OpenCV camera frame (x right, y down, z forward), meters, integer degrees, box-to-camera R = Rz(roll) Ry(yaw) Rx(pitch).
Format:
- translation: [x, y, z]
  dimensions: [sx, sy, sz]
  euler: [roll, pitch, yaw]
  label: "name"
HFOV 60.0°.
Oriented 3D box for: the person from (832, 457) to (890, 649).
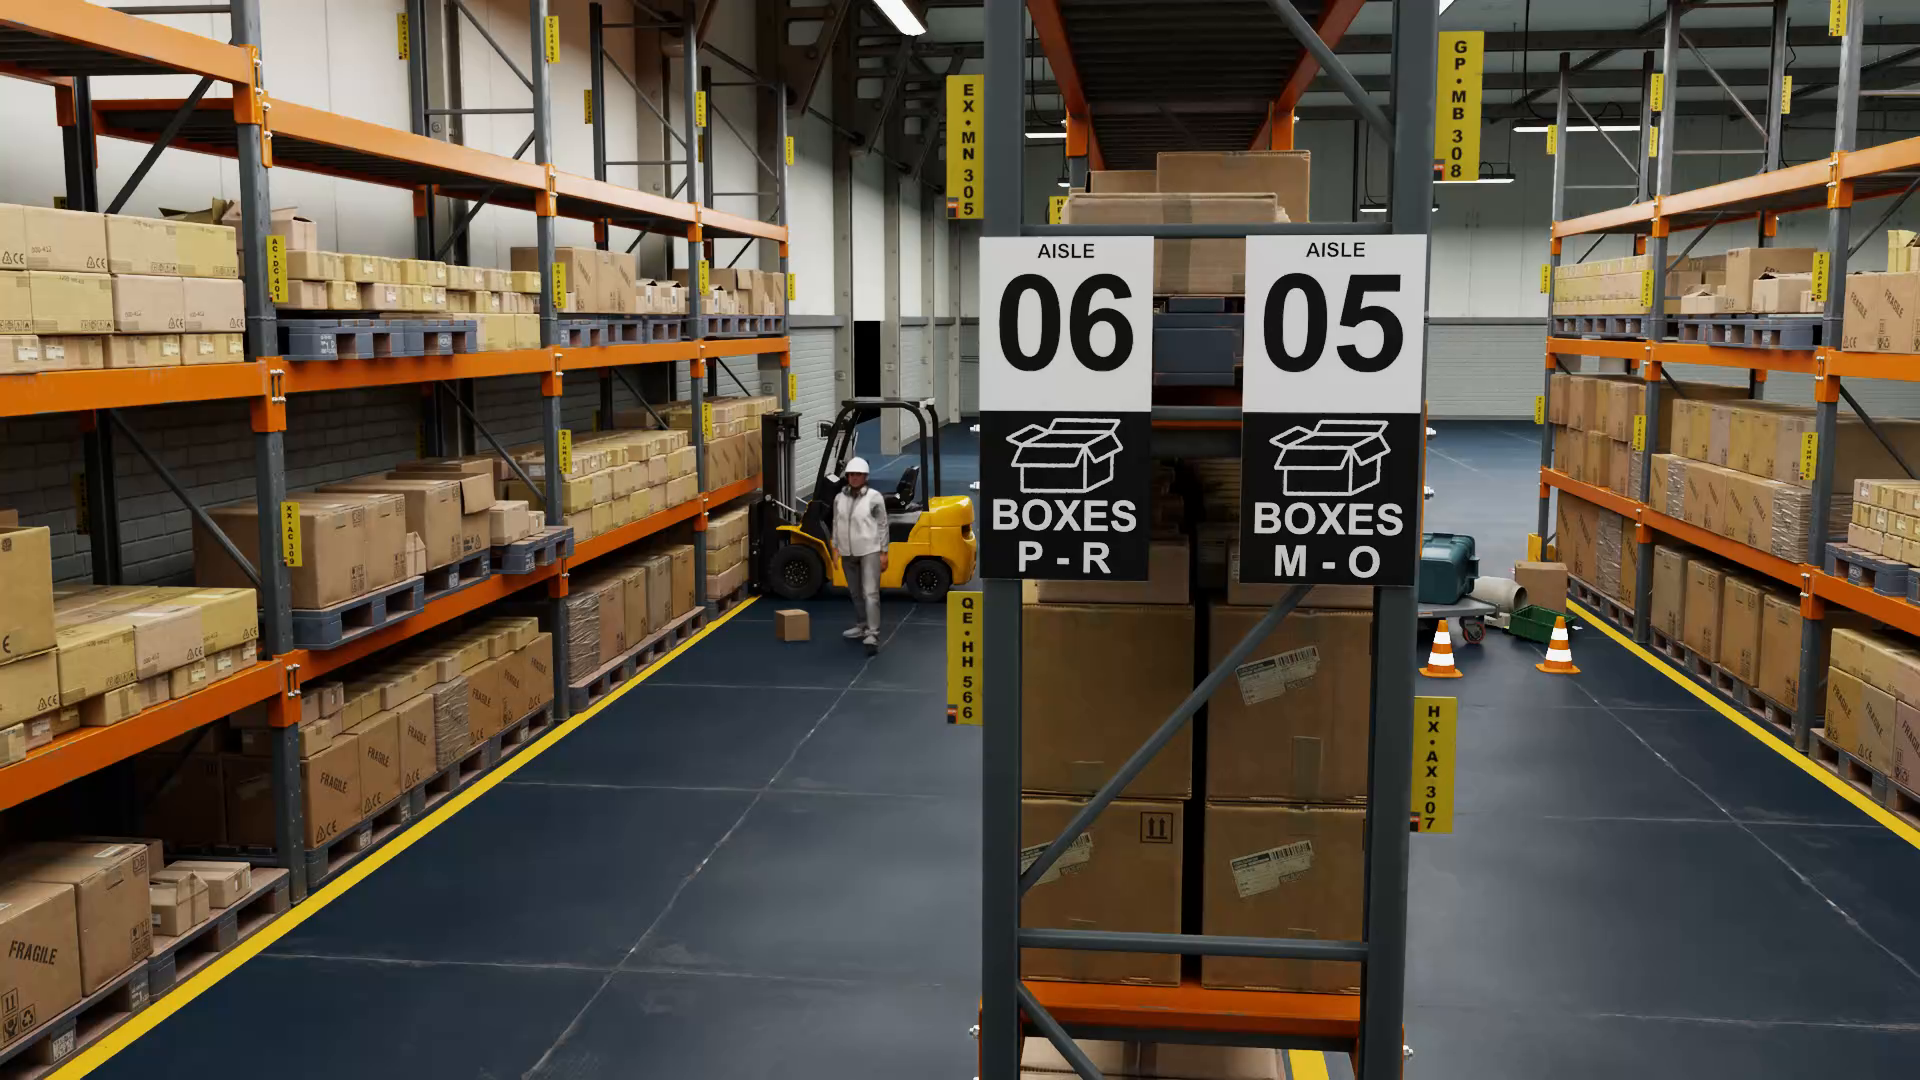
- translation: [-0.911, 0.107, 15.305]
  dimensions: [0.679, 1.736, 0.841]
  euler: [4, 8, 27]
  label: "person"
